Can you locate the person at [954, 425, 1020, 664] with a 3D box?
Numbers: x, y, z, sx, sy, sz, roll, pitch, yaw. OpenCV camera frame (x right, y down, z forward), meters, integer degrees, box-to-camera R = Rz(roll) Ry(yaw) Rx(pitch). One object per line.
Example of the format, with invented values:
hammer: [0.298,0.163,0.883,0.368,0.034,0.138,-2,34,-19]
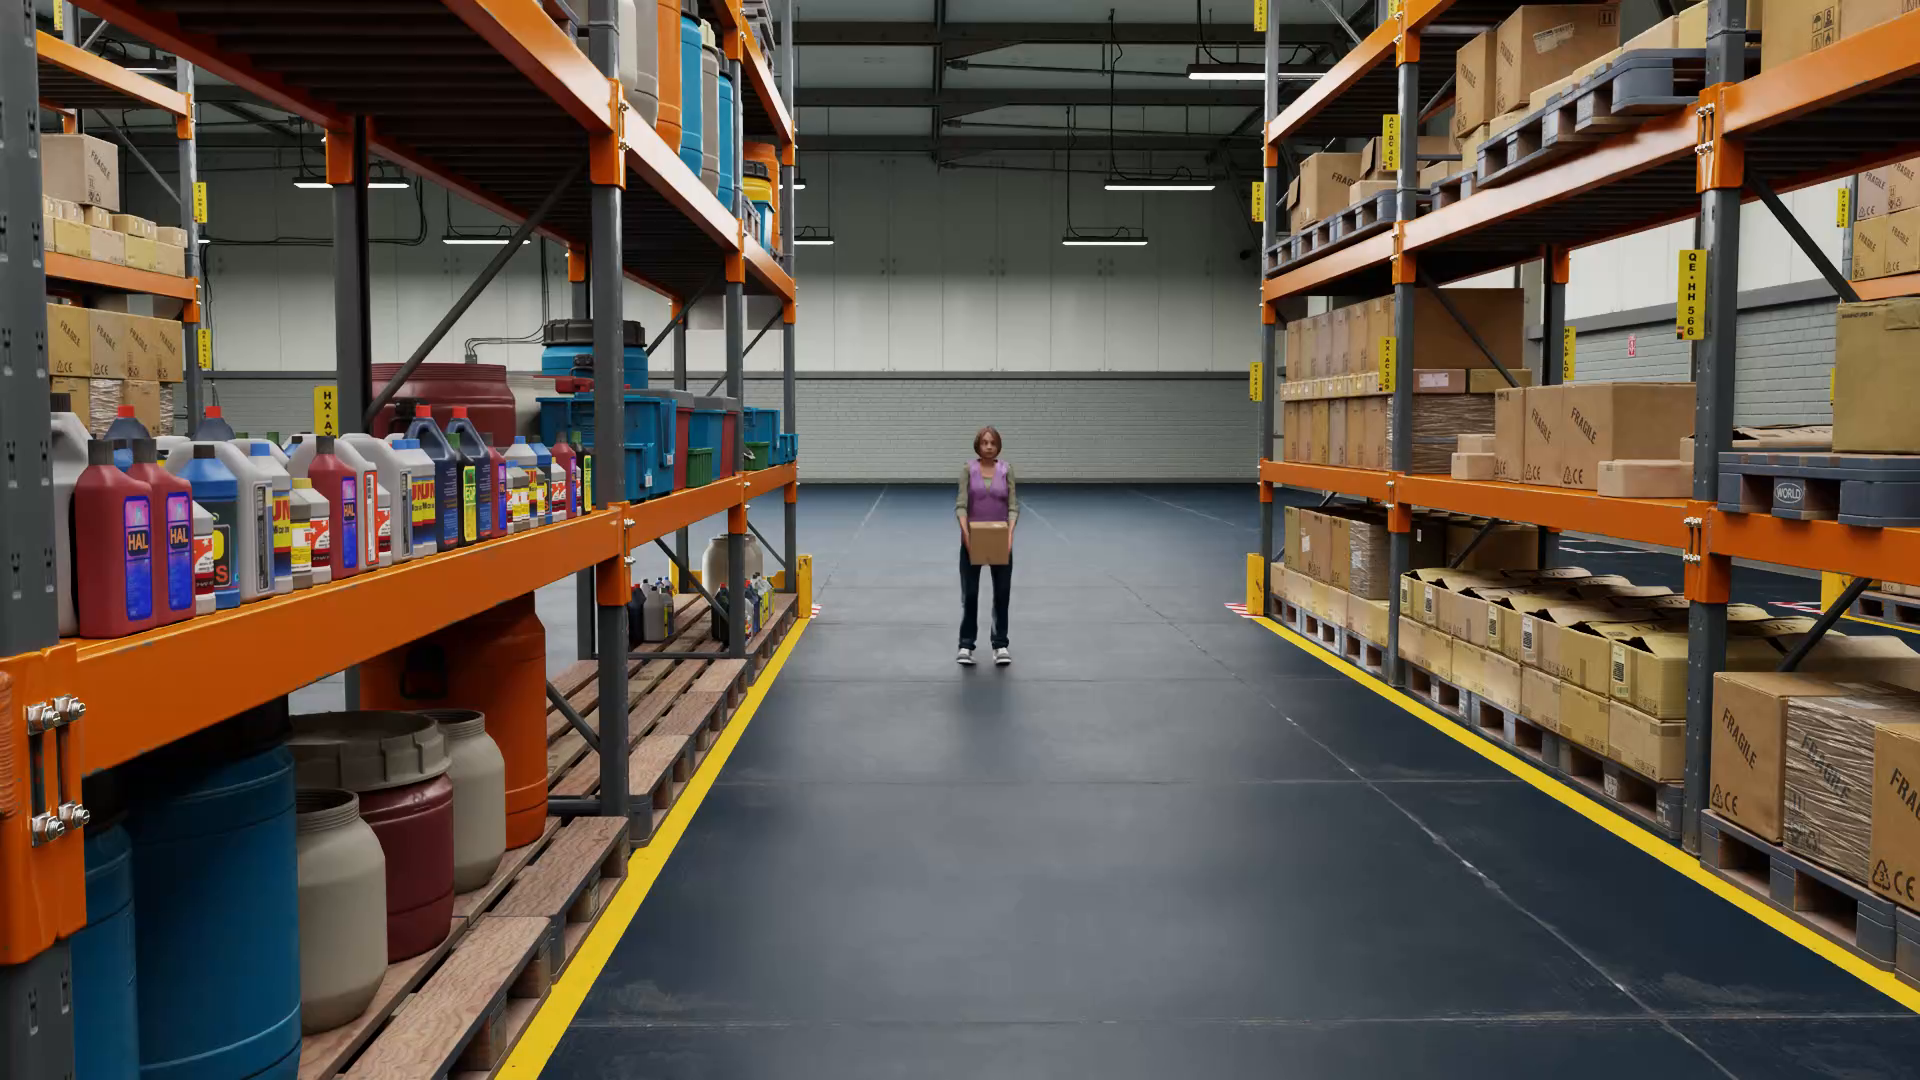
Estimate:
person: [0.184,0.032,11.196,0.444,1.603,0.424,0,4,-2]
